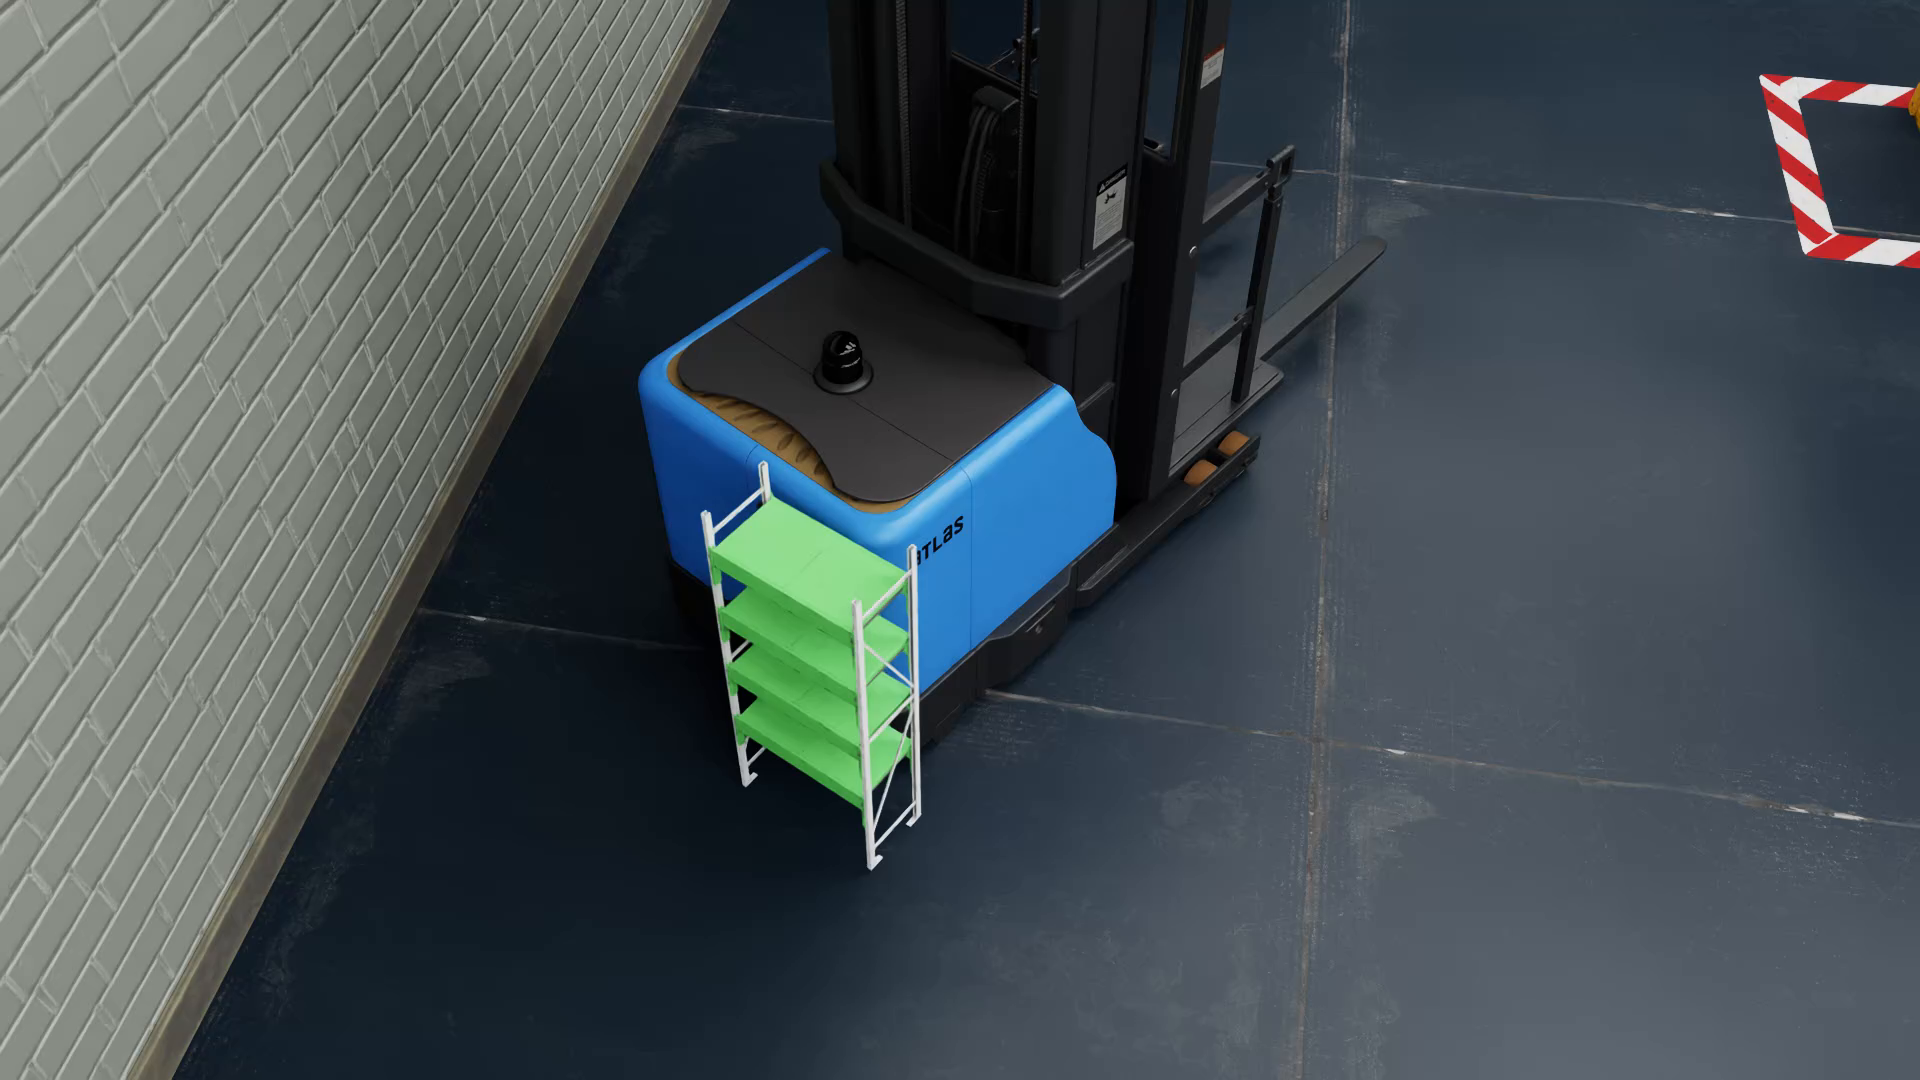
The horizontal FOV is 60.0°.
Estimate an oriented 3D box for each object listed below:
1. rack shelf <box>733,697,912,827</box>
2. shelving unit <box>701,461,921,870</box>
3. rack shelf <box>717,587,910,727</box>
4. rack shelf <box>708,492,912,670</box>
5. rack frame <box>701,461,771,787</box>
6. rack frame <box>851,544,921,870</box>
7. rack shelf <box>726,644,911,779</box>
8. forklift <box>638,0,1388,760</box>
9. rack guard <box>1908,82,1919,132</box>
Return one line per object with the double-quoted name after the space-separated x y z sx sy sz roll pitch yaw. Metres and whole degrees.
-0.388 0.587 4.822 0.480 0.148 0.258 29 53 23 "rack shelf"
-0.386 0.381 4.598 0.503 1.200 0.258 29 53 23 "shelving unit"
-0.384 0.262 4.469 0.480 0.148 0.258 29 53 23 "rack shelf"
-0.382 0.100 4.292 0.480 0.148 0.258 29 53 23 "rack shelf"
-0.582 0.273 4.695 0.015 1.200 0.240 29 53 23 "rack frame"
-0.190 0.489 4.501 0.015 1.200 0.240 29 53 23 "rack frame"
-0.386 0.424 4.645 0.480 0.148 0.258 29 53 23 "rack shelf"
0.416 -1.325 4.970 1.130 2.935 3.031 34 56 26 "forklift"
4.354 -1.714 6.954 0.348 0.500 1.175 8 49 7 "rack guard"
